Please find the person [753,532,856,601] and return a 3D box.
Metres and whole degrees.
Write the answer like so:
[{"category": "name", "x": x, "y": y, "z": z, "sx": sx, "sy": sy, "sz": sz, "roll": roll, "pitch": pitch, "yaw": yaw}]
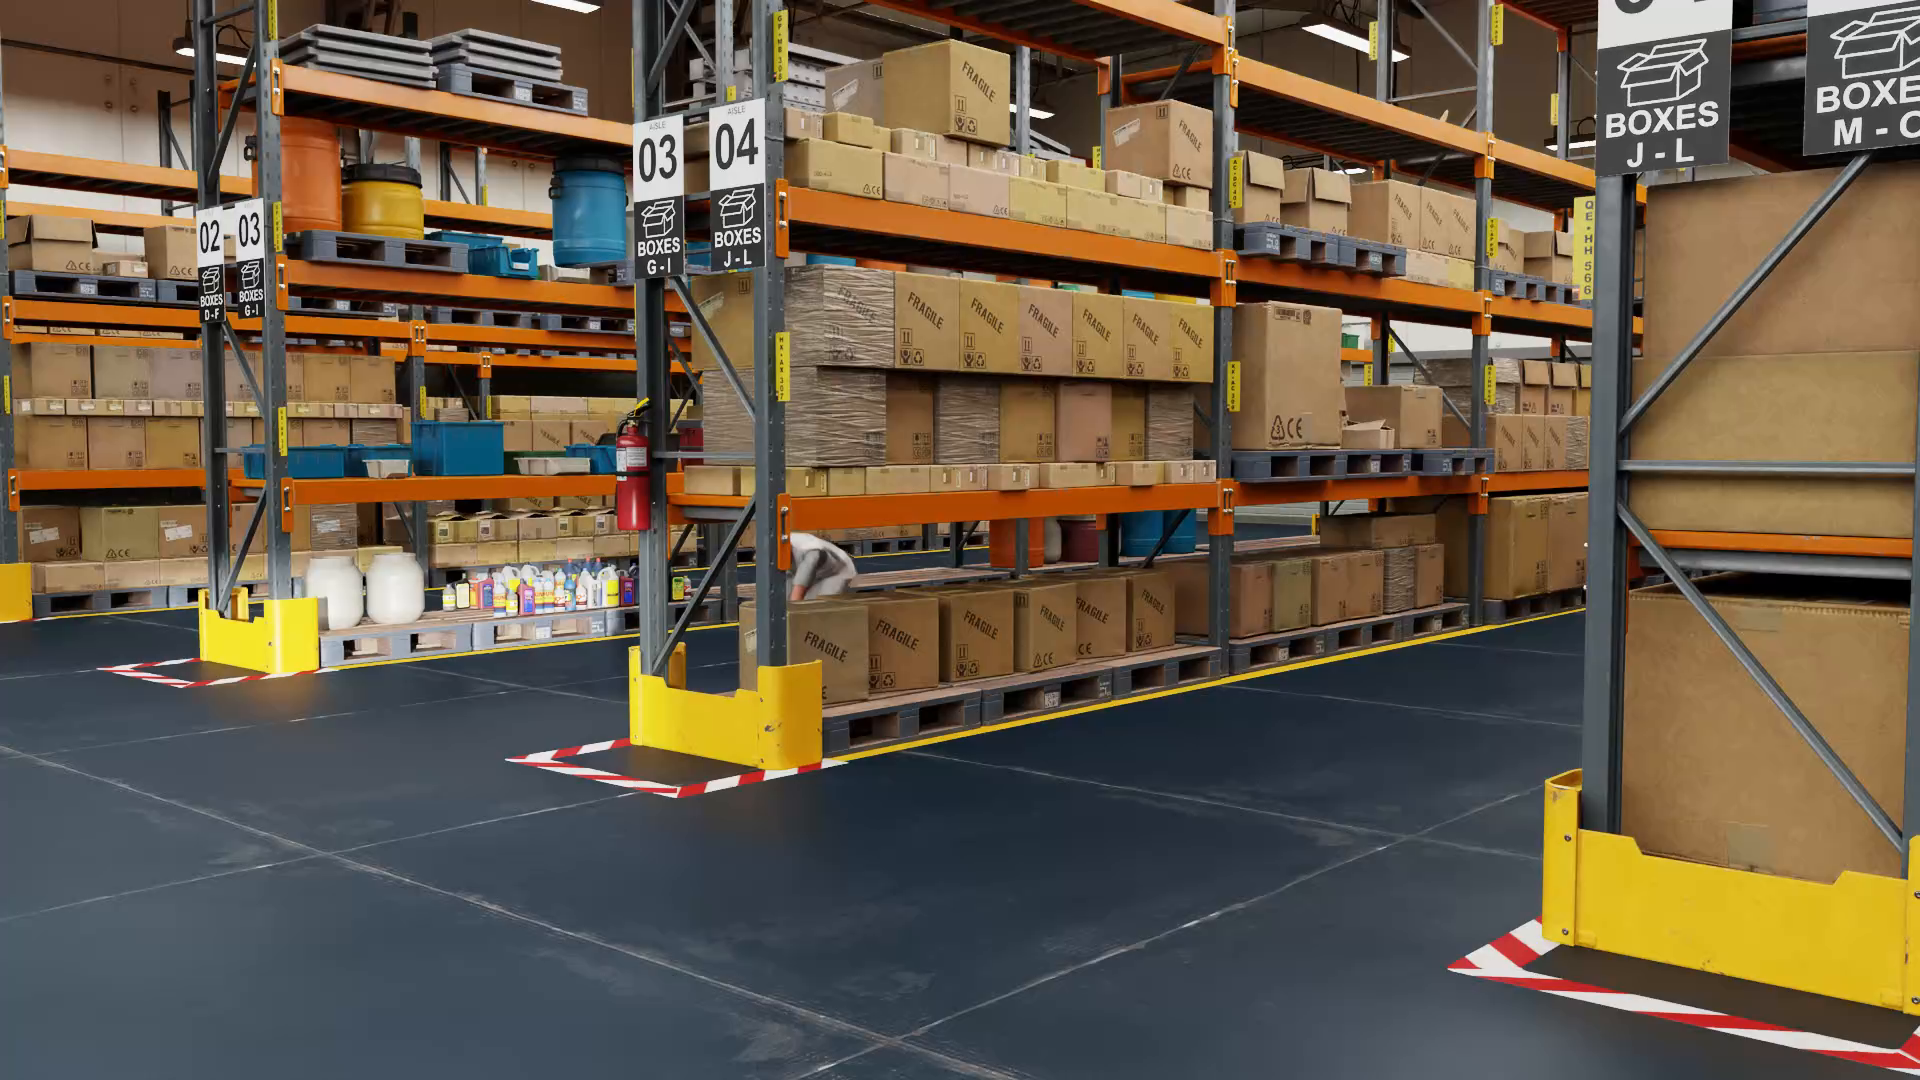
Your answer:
[{"category": "person", "x": -1.138, "y": 0.378, "z": 11.874, "sx": 0.525, "sy": 0.989, "sz": 0.920, "roll": 3, "pitch": 5, "yaw": 39}]
